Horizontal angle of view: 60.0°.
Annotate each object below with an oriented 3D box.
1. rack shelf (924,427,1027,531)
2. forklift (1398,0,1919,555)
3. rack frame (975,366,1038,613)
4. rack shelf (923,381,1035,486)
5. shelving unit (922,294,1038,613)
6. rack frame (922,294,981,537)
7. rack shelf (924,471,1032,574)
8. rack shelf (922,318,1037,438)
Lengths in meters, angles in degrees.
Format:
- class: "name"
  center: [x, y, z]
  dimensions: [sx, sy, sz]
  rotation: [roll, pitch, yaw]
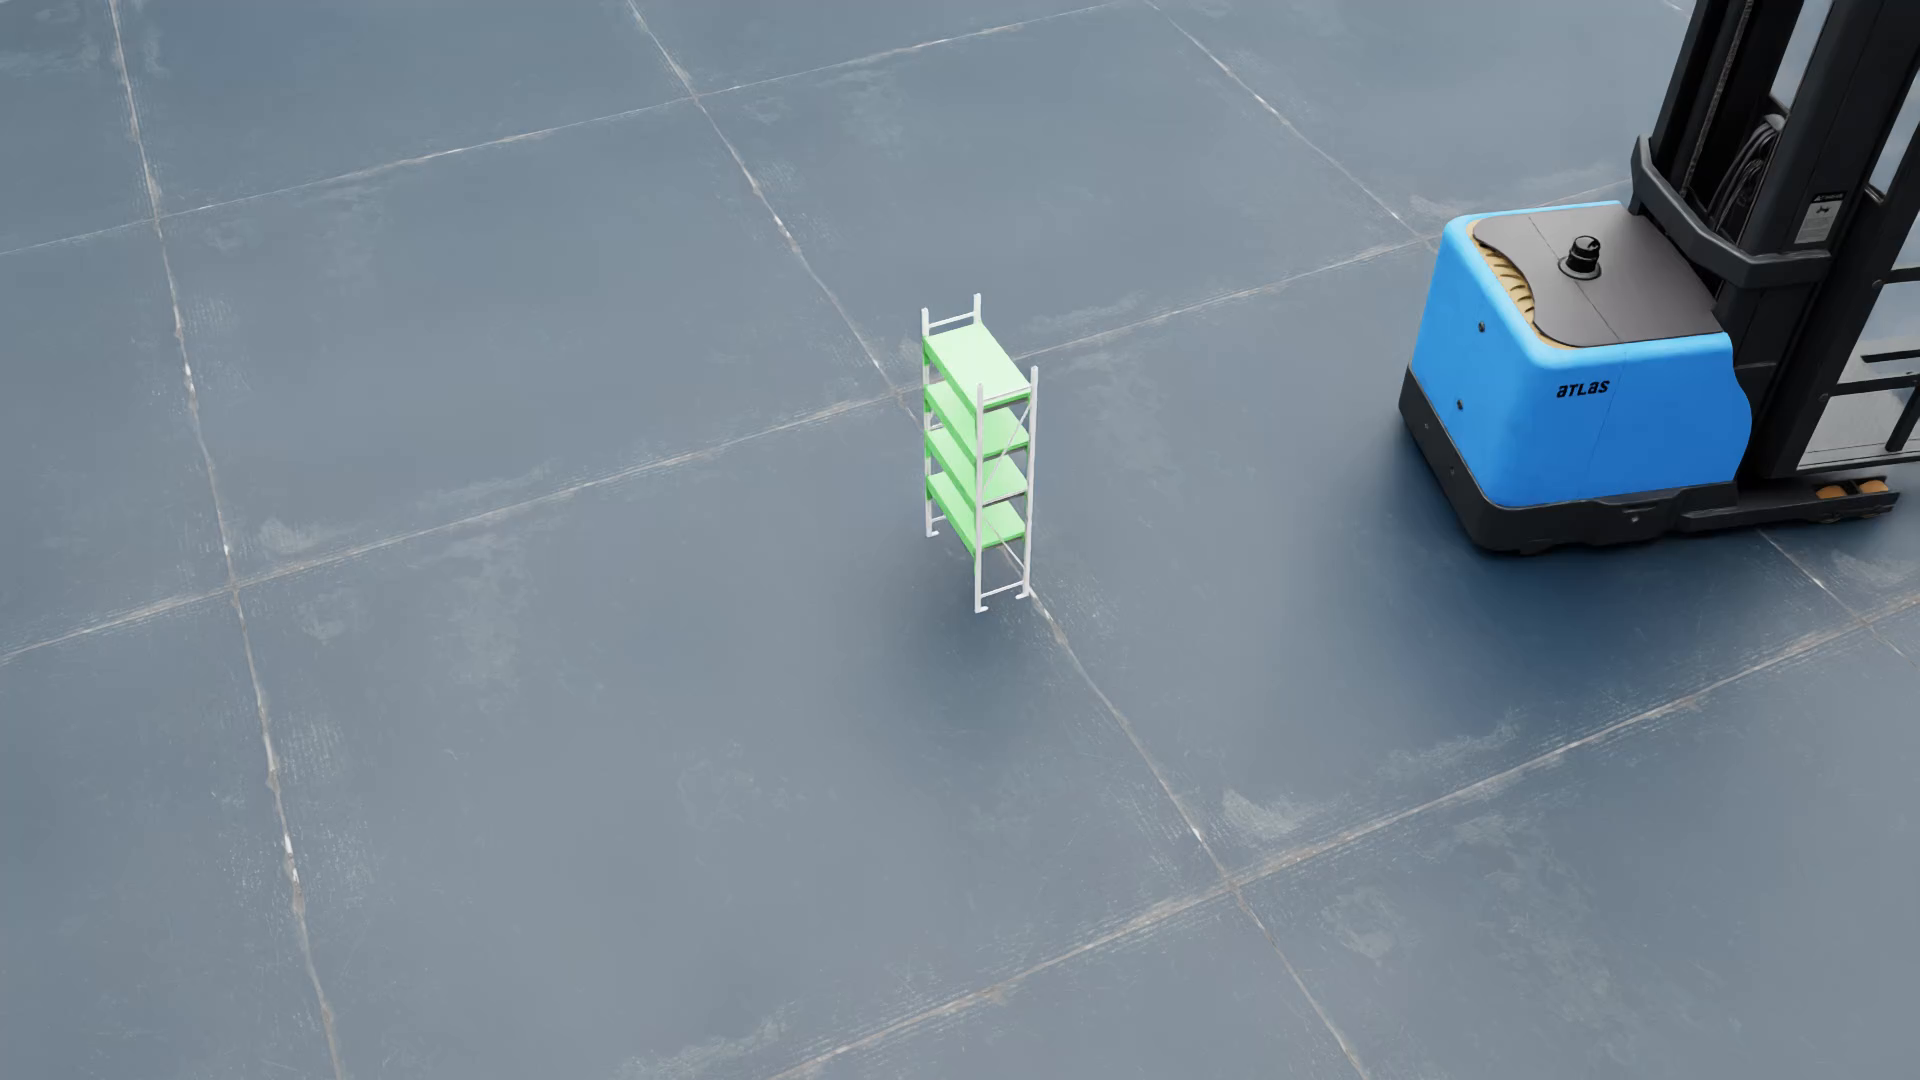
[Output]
- class: "rack shelf"
  center: [0.070, -0.276, 6.635]
  dimensions: [0.258, 0.148, 0.480]
  rotation: [-18, 47, -17]
- class: "forklift"
  center: [3.577, -1.478, 6.530]
  dimensions: [3.031, 2.935, 1.130]
  rotation: [-7, 45, -7]
- class: "rack frame"
  center: [0.172, -0.166, 6.433]
  dimensions: [0.240, 1.200, 0.015]
  rotation: [-18, 47, -17]
- class: "rack shelf"
  center: [0.070, -0.447, 6.467]
  dimensions: [0.258, 0.148, 0.480]
  rotation: [-18, 47, -17]
- class: "shelving unit"
  center: [0.070, -0.322, 6.591]
  dimensions: [0.258, 1.200, 0.503]
  rotation: [-18, 47, -17]
- class: "rack frame"
  center: [-0.033, -0.477, 6.748]
  dimensions: [0.240, 1.200, 0.015]
  rotation: [-18, 47, -17]
- class: "rack shelf"
  center: [0.070, -0.105, 6.804]
  dimensions: [0.258, 0.148, 0.480]
  rotation: [-18, 47, -17]
- class: "rack shelf"
  center: [0.070, -0.618, 6.298]
  dimensions: [0.258, 0.148, 0.480]
  rotation: [-18, 47, -17]
